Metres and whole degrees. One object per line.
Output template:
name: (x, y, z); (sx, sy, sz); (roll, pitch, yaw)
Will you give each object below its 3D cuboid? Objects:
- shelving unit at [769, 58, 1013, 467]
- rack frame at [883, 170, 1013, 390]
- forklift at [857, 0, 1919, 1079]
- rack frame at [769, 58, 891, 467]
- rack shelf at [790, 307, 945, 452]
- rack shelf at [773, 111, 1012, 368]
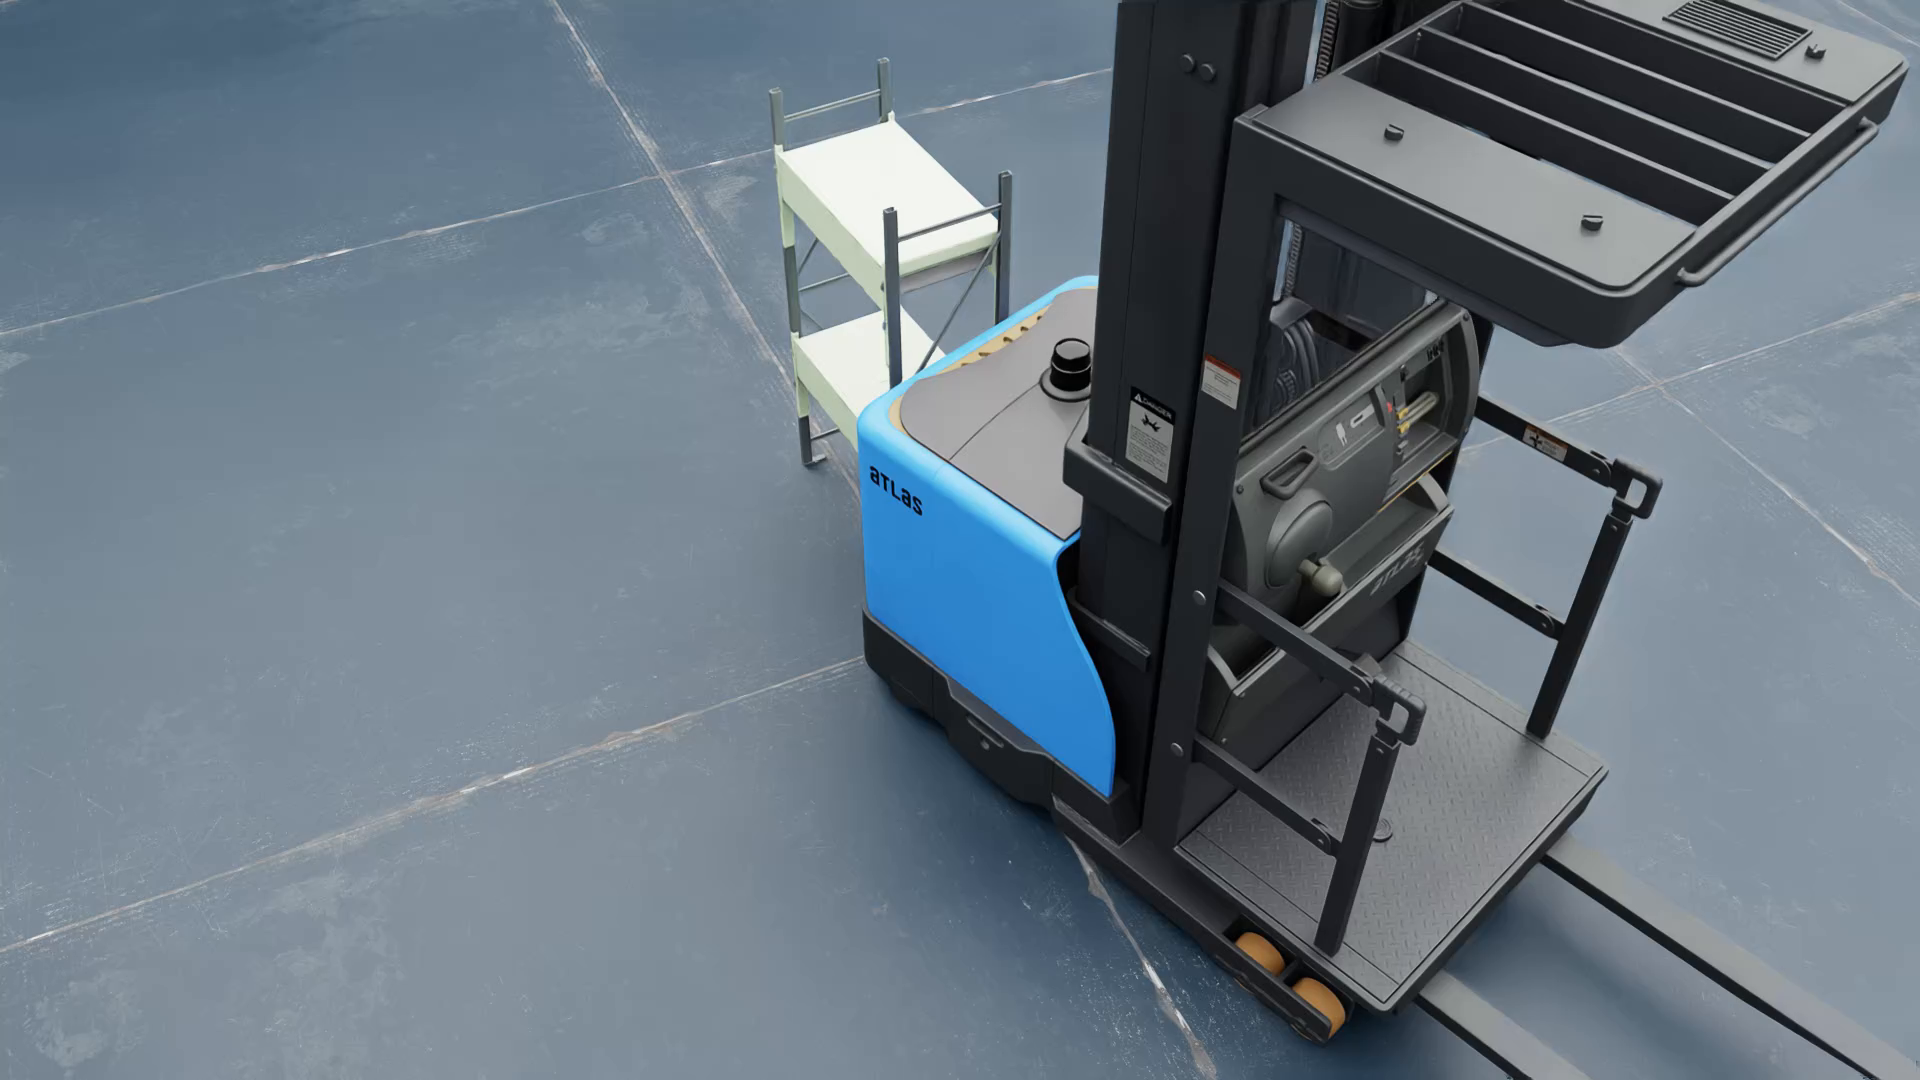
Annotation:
shelving unit: (-0.213, -0.652, 5.343); (0.431, 1.500, 0.755); (-22, 49, -21)
rack frame: (-0.032, -0.429, 5.117); (0.400, 1.500, 0.023); (-22, 49, -21)
forklift: (1.090, -0.135, 3.800); (1.130, 2.935, 3.031); (-35, 54, -30)
rack frame: (-0.395, -0.875, 5.569); (0.400, 1.500, 0.023); (-22, 49, -21)
rack shelf: (-0.213, -0.420, 5.572); (0.431, 0.370, 0.720); (-22, 49, -21)
rack shelf: (-0.213, -0.930, 5.069); (0.431, 0.370, 0.720); (-22, 49, -21)
